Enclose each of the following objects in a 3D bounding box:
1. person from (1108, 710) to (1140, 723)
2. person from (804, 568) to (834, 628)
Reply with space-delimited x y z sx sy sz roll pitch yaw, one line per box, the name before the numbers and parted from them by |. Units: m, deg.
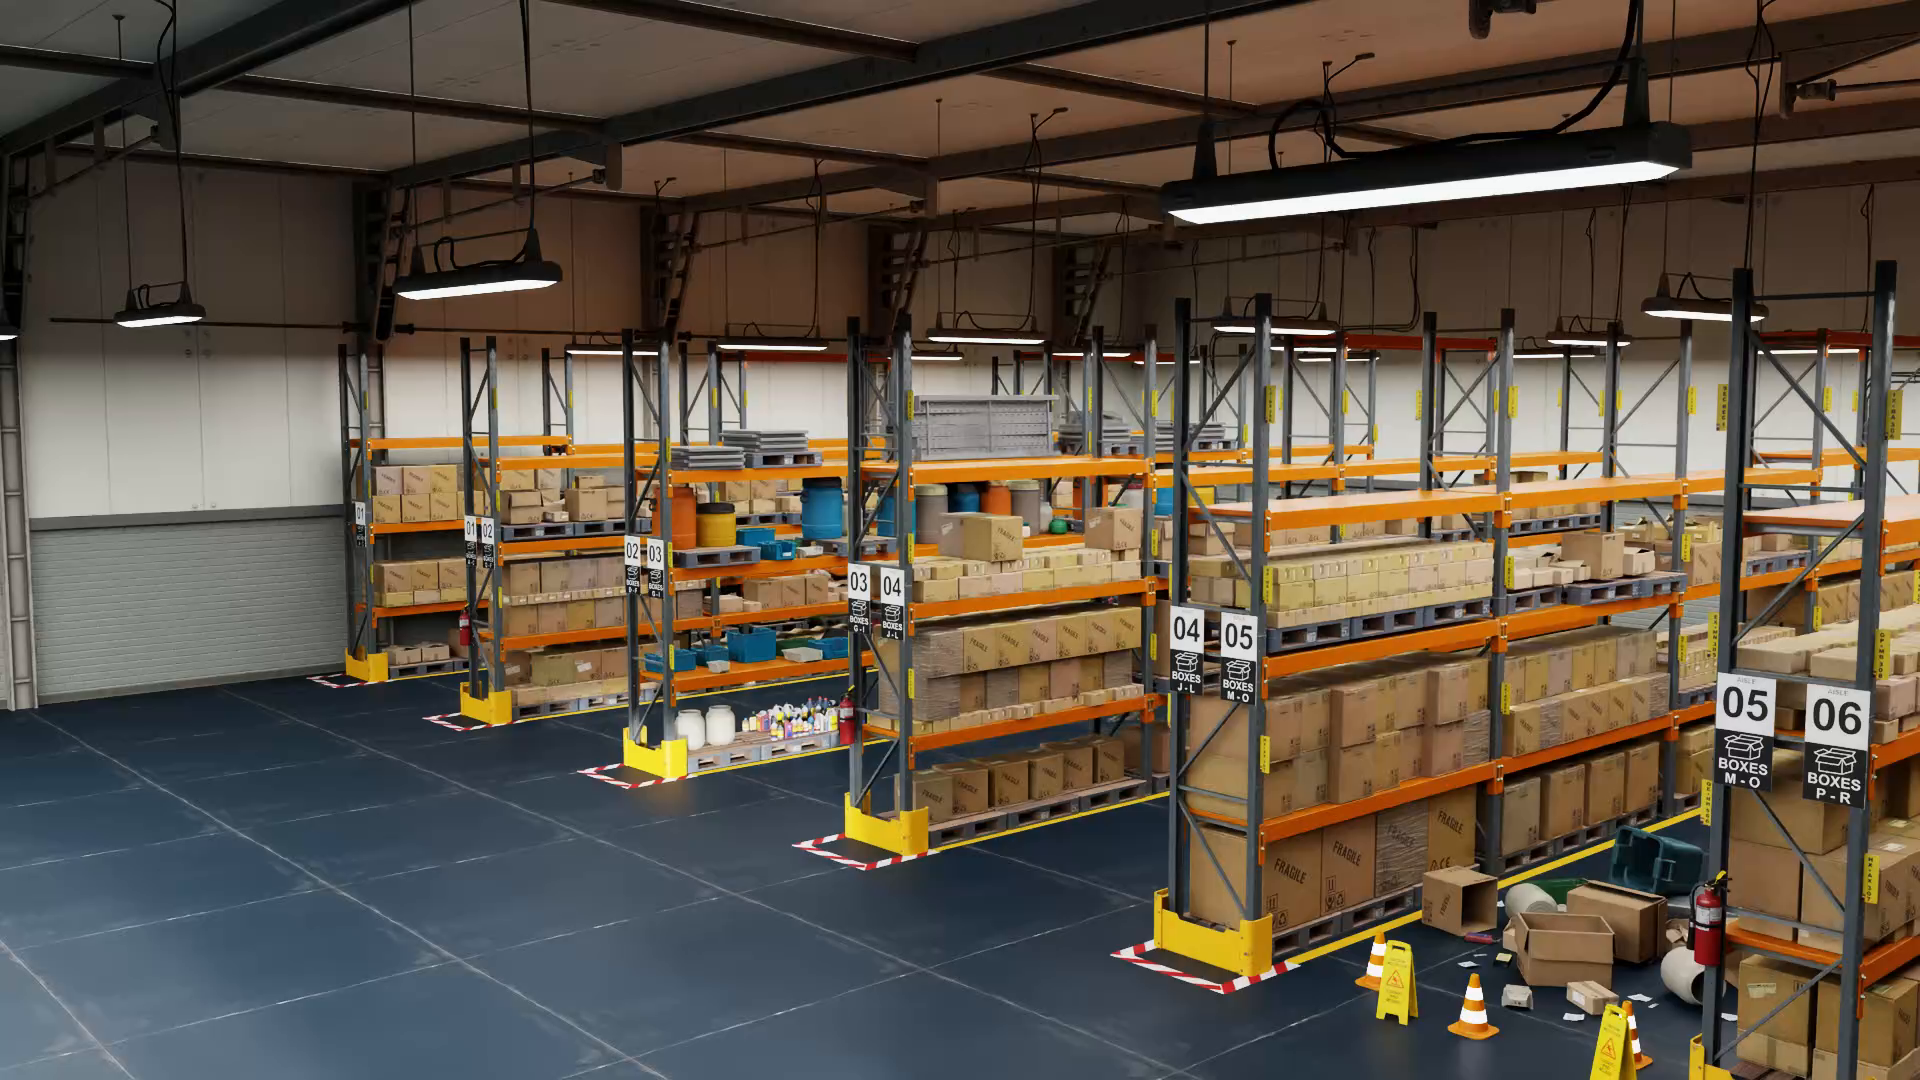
person | 2.382 1.859 24.414 0.740 1.734 0.662 -3 6 -28
person | -3.015 1.202 34.313 0.777 1.766 0.640 -5 7 -45
